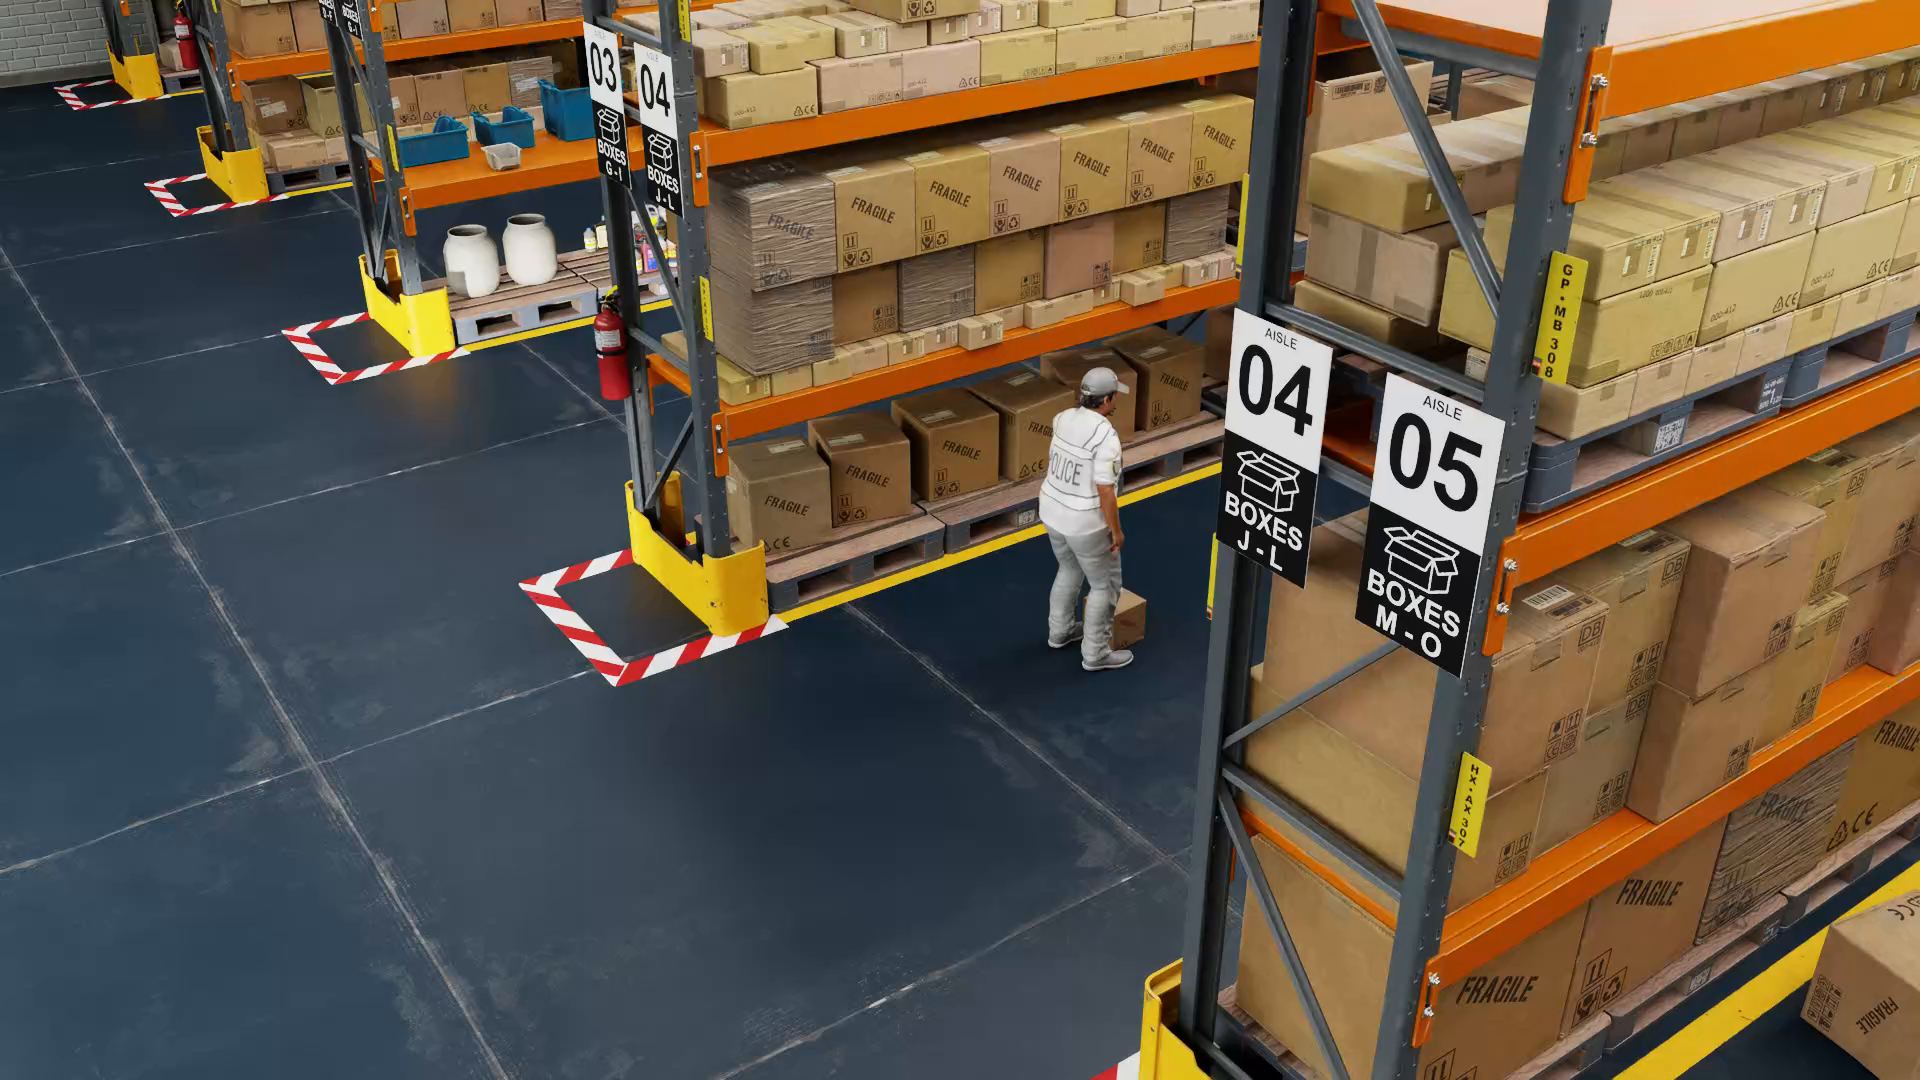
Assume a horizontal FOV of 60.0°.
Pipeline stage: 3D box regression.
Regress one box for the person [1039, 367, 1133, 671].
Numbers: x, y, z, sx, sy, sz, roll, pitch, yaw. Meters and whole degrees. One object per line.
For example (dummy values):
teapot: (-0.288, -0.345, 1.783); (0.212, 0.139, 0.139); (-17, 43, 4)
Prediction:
person: (0.684, -0.118, 8.832); (0.470, 1.665, 0.537); (-19, 34, -30)
